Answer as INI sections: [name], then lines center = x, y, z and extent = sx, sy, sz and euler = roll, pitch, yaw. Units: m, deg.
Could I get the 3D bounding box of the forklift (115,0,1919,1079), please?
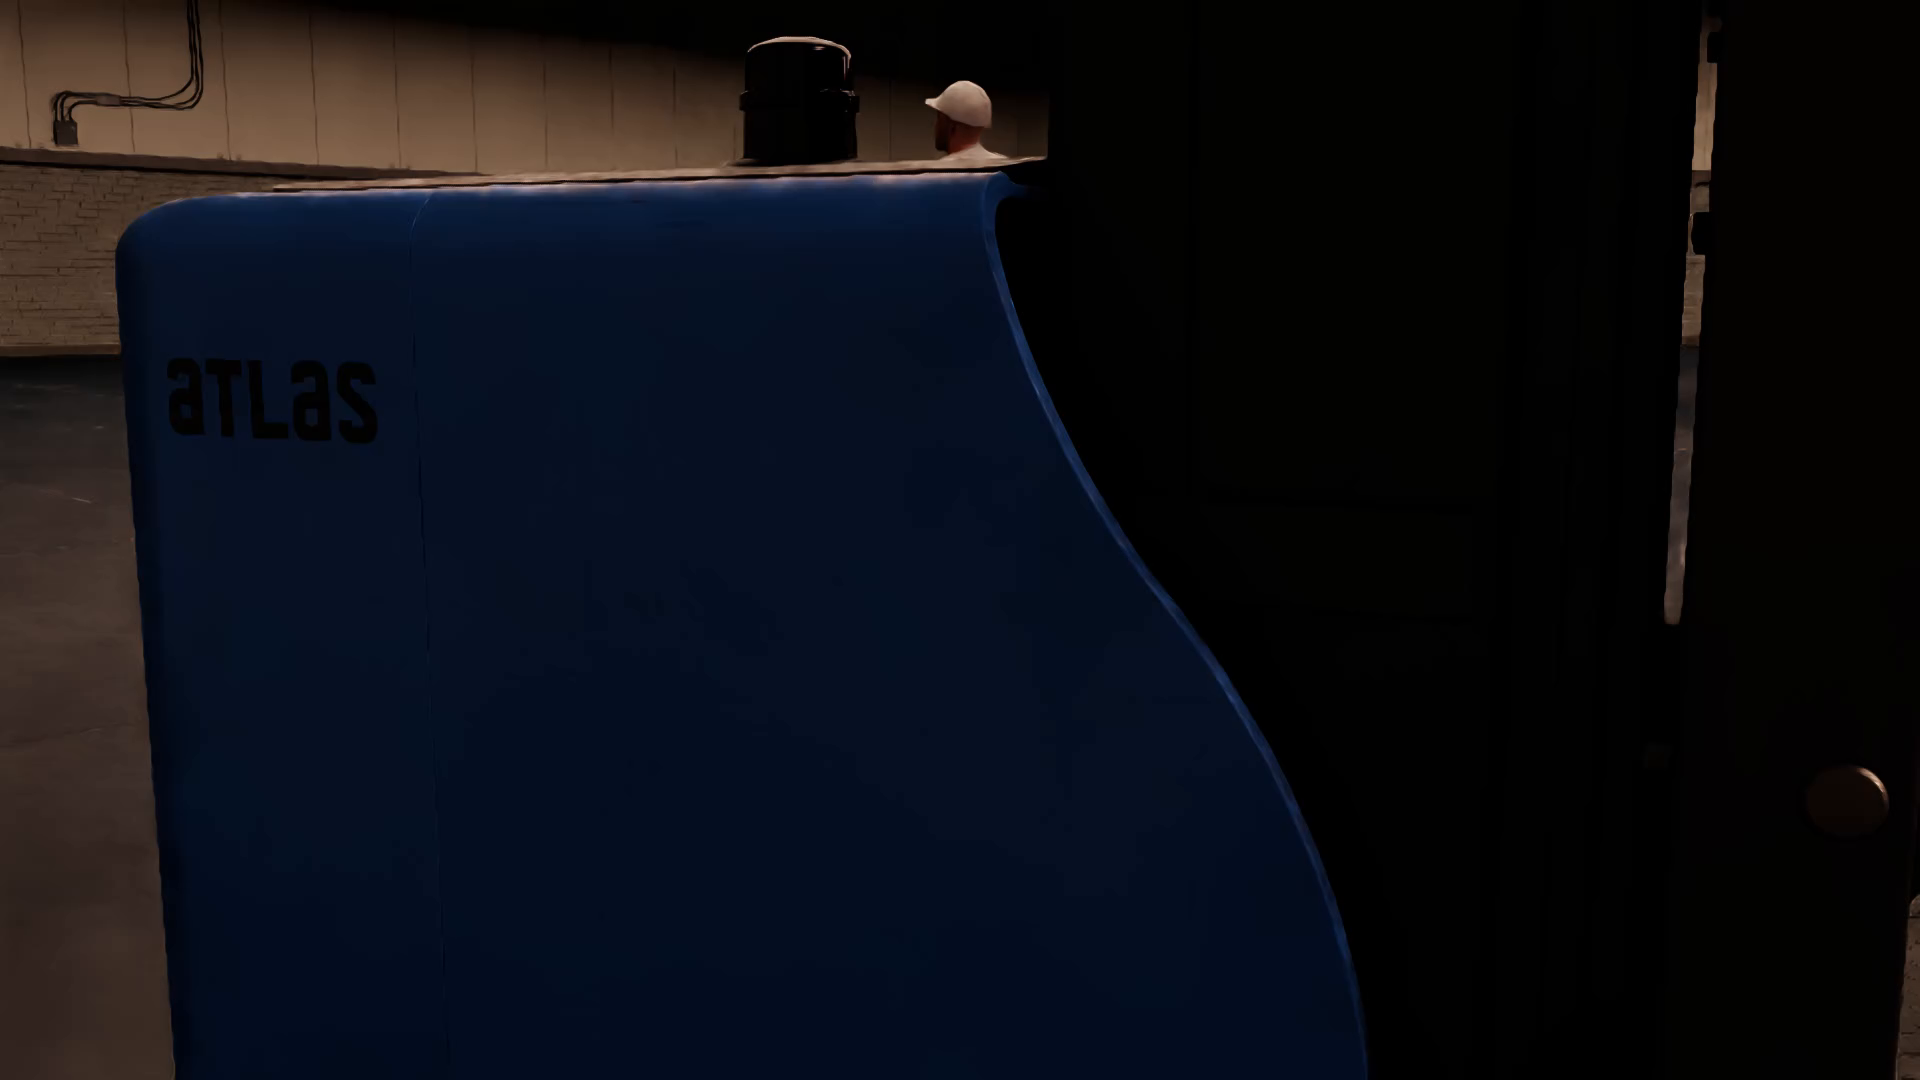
[forklift]
center = 0.866, -0.637, 1.105
extent = 3.031, 2.935, 1.130
euler = 4, 9, 24

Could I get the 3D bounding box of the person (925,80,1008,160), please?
[person]
center = -0.050, -0.901, 6.646
extent = 0.563, 1.787, 0.637
euler = 8, 12, 43
